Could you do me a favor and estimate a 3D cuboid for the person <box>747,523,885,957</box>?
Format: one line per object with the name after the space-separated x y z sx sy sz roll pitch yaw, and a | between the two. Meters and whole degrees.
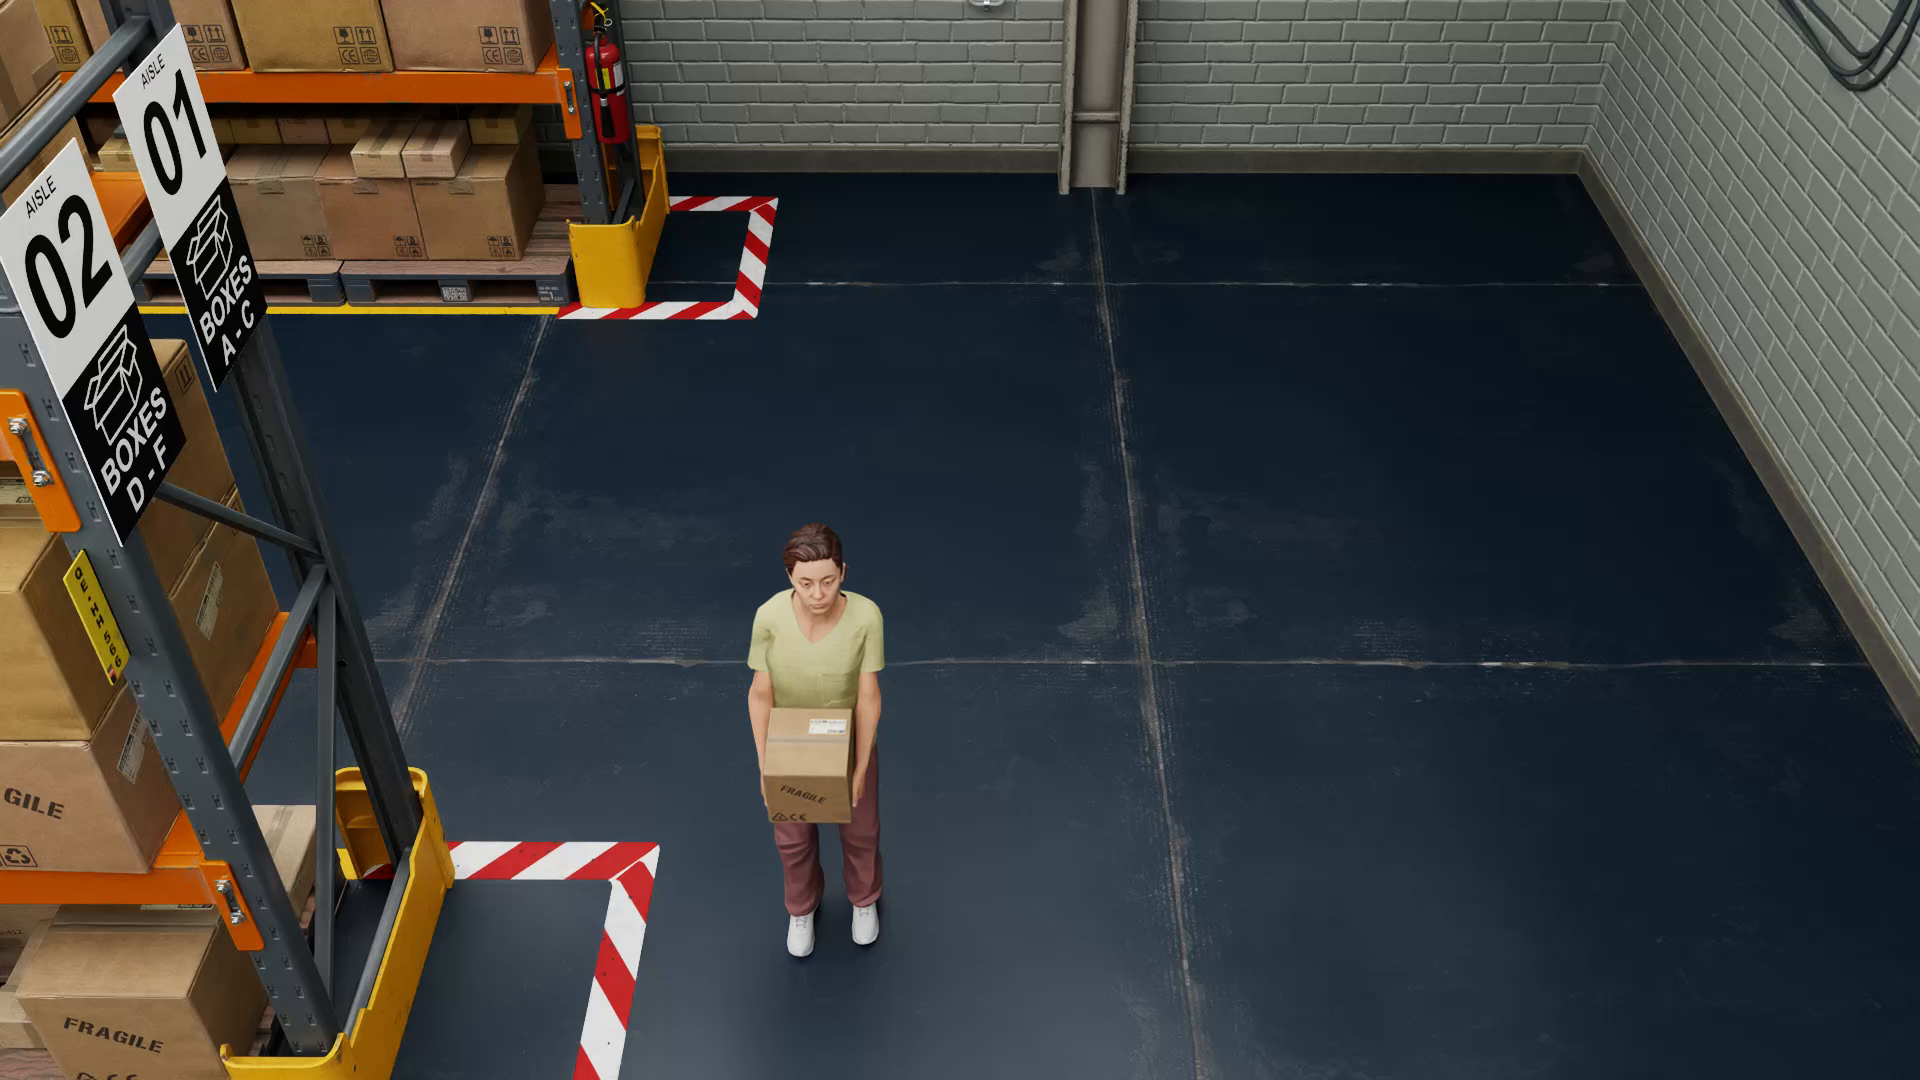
-0.446 0.698 5.327 0.426 1.665 0.549 1 40 1 | person
